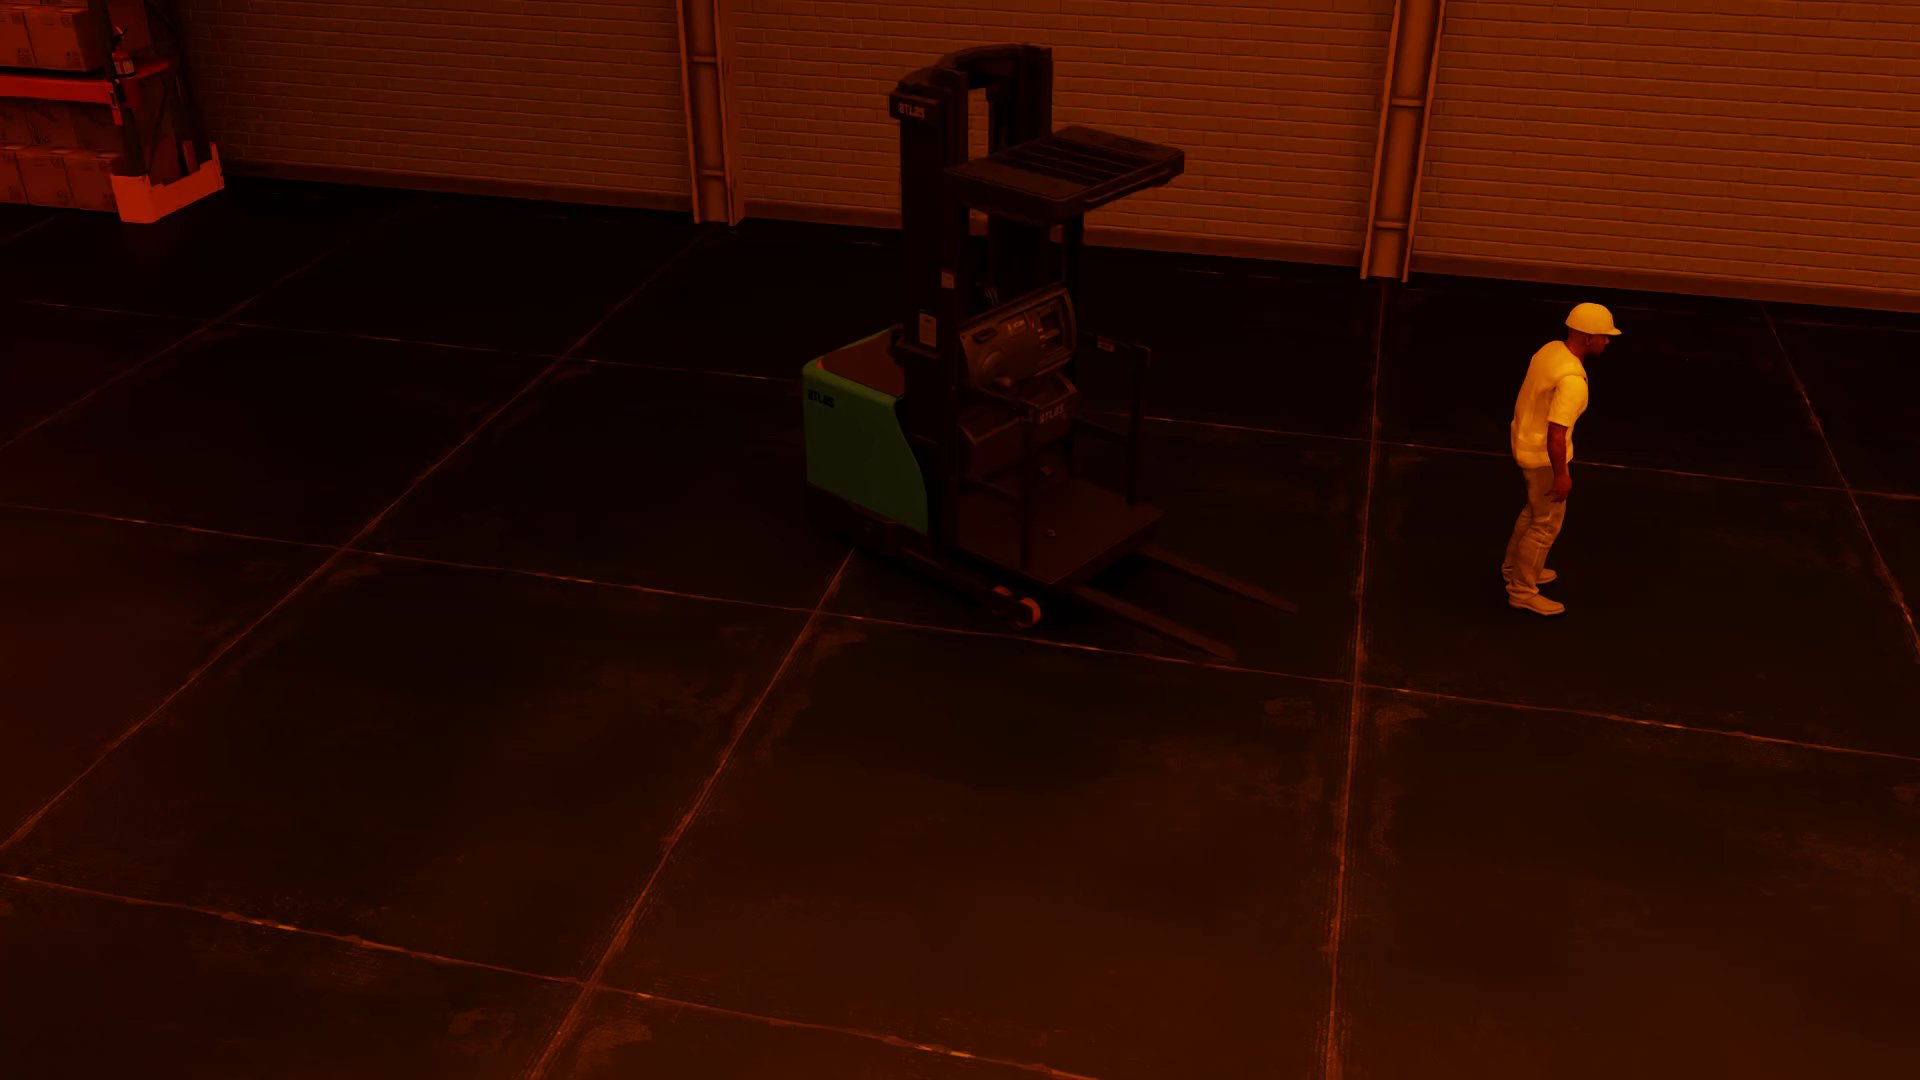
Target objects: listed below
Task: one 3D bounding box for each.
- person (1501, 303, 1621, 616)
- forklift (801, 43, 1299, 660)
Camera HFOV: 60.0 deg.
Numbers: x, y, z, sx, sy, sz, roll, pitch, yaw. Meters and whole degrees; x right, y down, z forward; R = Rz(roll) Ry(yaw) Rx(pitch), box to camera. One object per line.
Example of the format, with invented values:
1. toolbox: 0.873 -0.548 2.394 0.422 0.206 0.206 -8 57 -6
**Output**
1. person: 3.278 -0.474 9.200 0.462 1.759 0.627 5 30 8
2. forklift: 0.487 -1.079 9.074 3.031 2.935 1.130 23 37 35
